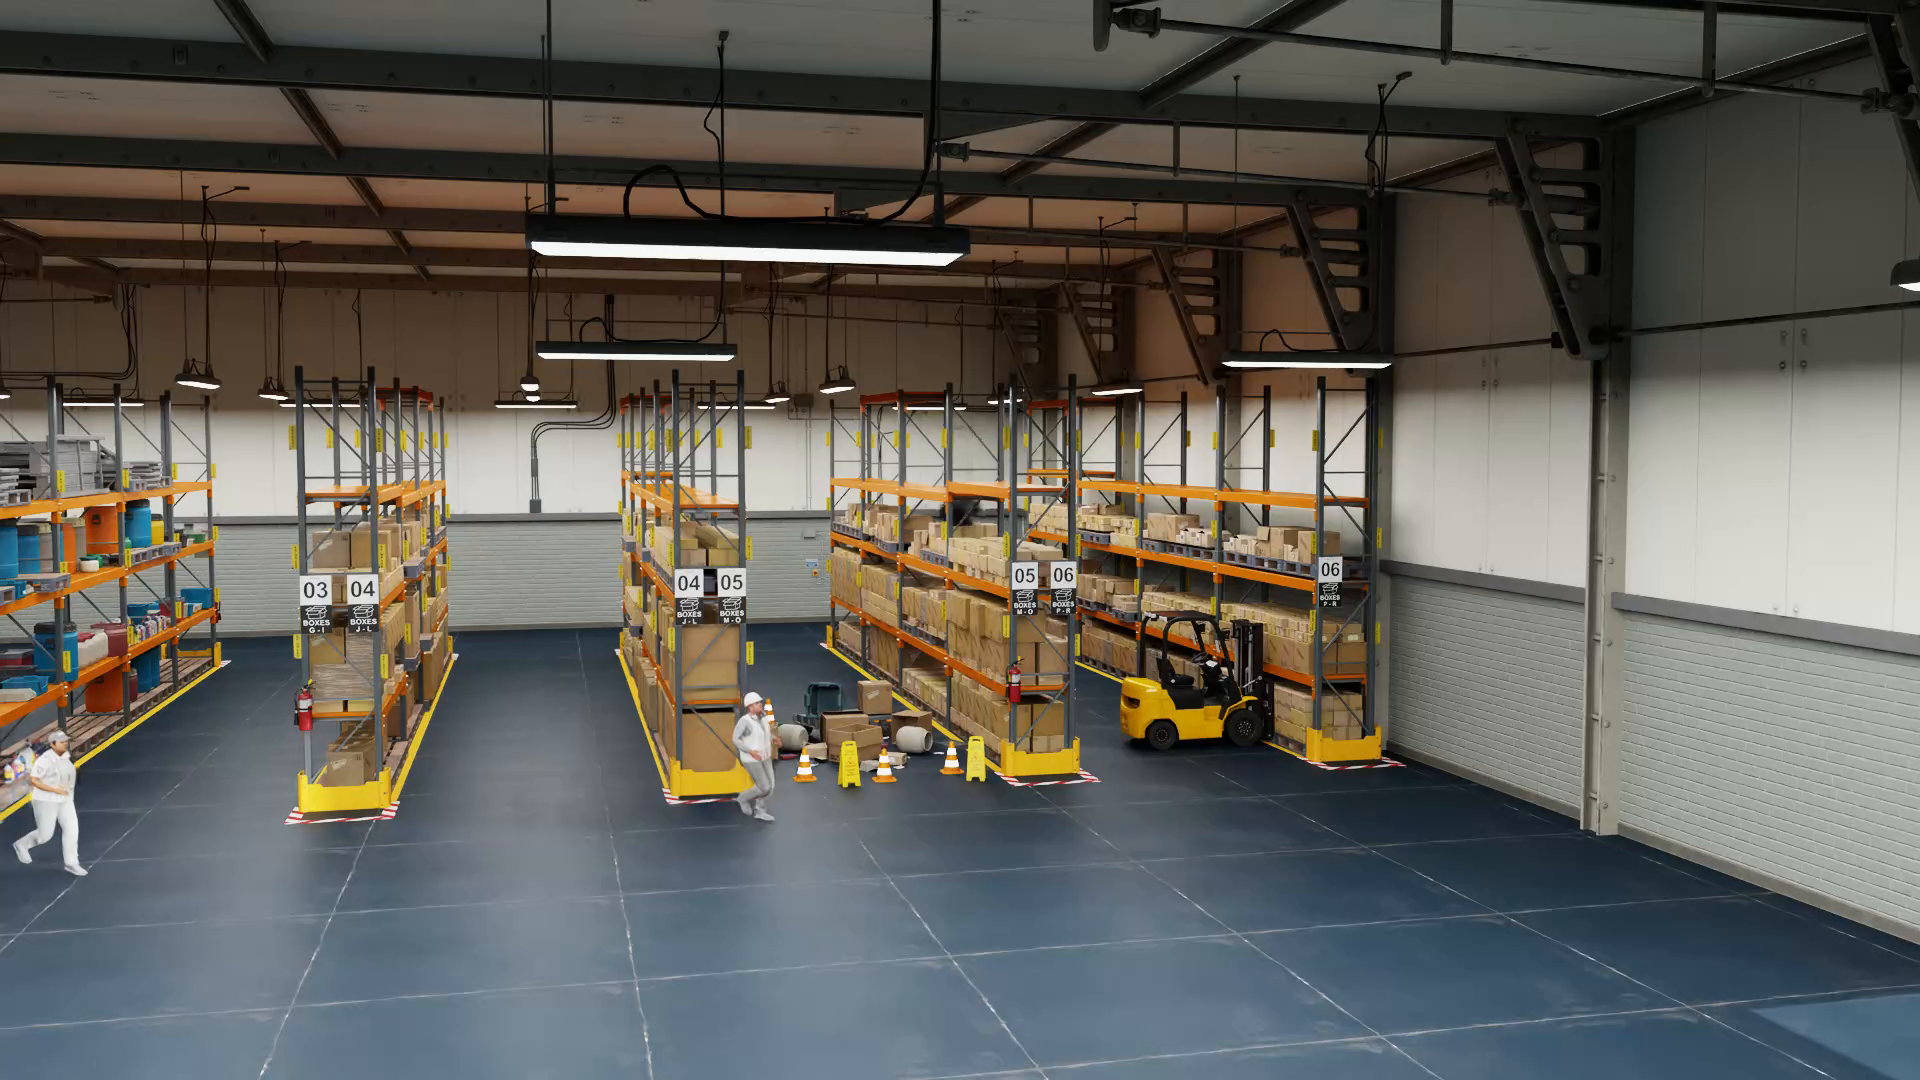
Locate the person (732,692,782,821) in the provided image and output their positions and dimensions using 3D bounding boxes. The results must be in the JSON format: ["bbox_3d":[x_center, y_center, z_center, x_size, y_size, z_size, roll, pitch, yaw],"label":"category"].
[{"bbox_3d":[-2.678,2.846,21.819,0.627,1.715,0.679,2,4,27],"label":"person"}]

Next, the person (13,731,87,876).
[{"bbox_3d":[-10.520,3.037,19.252,0.944,1.666,0.629,1,3,12],"label":"person"}]
